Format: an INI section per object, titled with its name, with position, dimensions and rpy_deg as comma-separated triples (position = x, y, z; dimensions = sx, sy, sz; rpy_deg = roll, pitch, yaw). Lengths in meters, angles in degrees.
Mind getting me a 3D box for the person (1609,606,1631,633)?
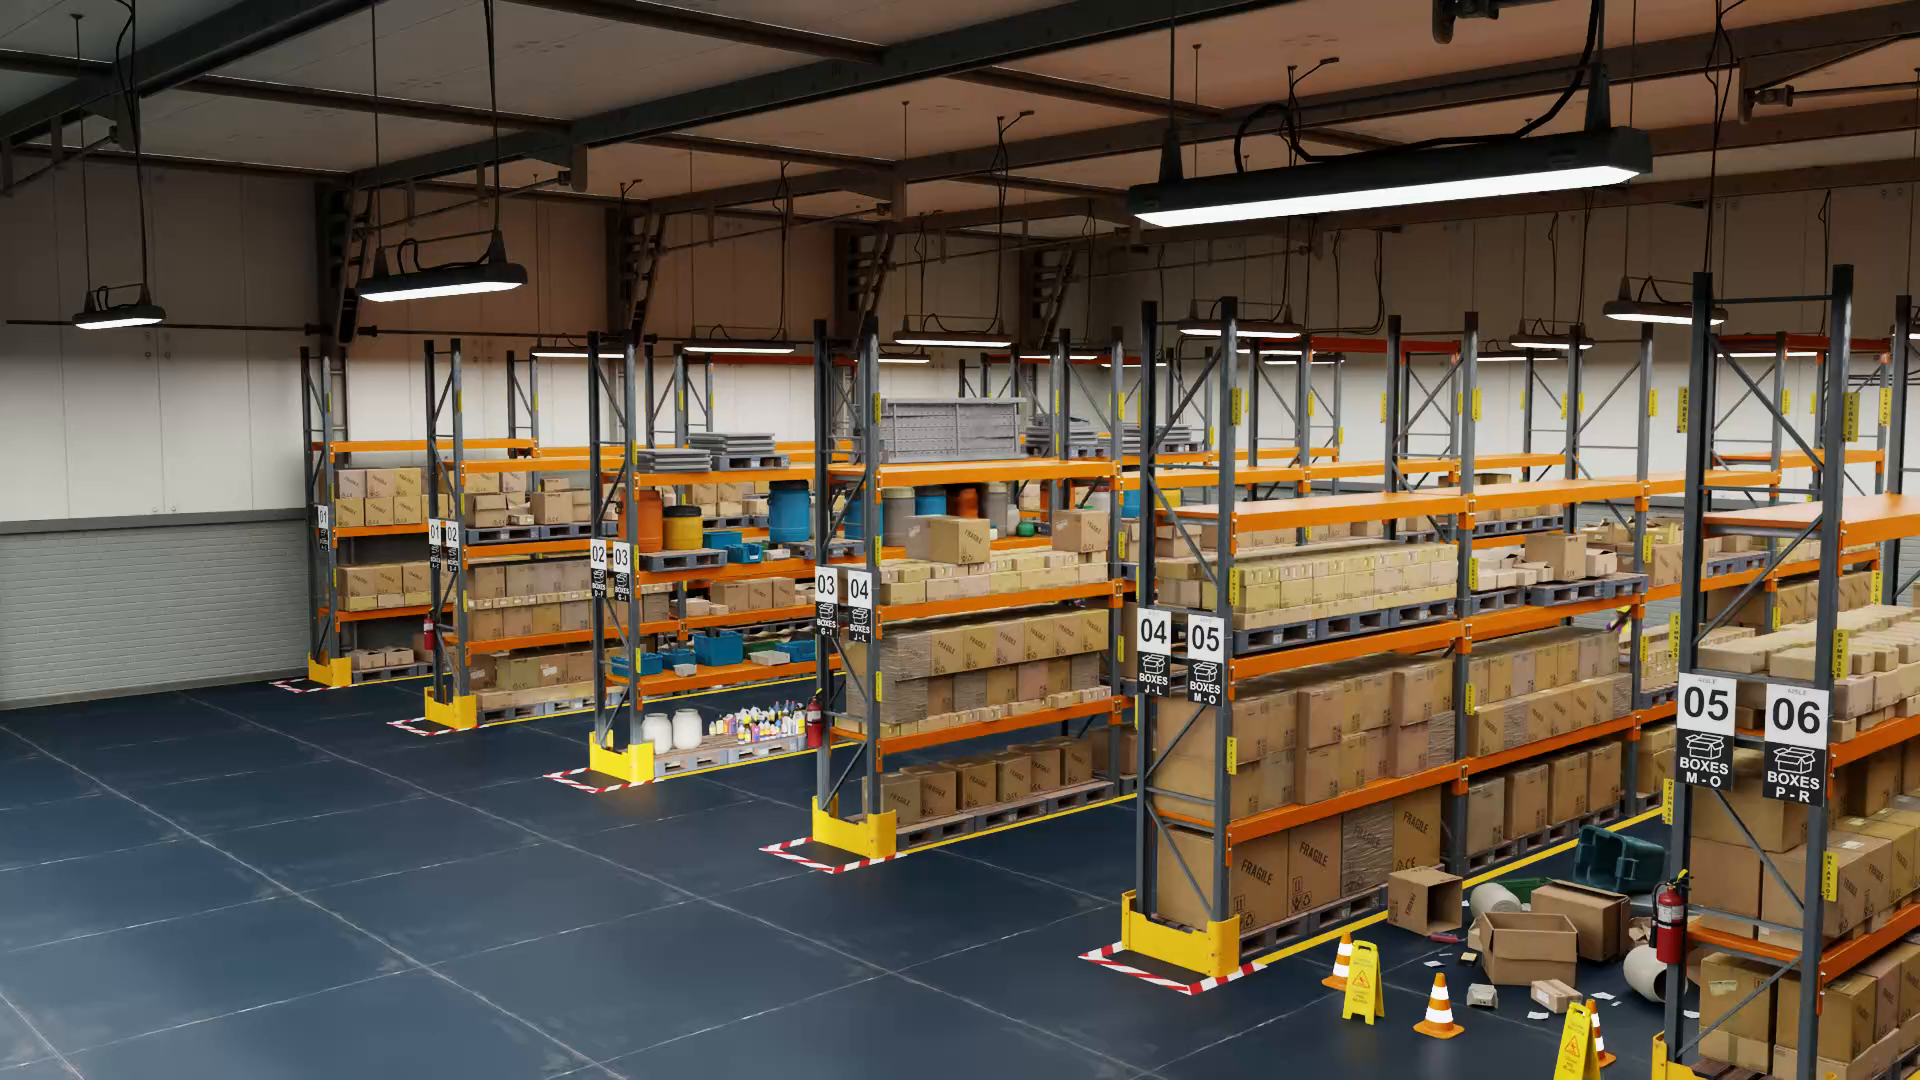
[person]
position = 10.635, 1.483, 26.801
dimensions = 0.670, 0.897, 0.702
rpy_deg = 4, 6, 38
